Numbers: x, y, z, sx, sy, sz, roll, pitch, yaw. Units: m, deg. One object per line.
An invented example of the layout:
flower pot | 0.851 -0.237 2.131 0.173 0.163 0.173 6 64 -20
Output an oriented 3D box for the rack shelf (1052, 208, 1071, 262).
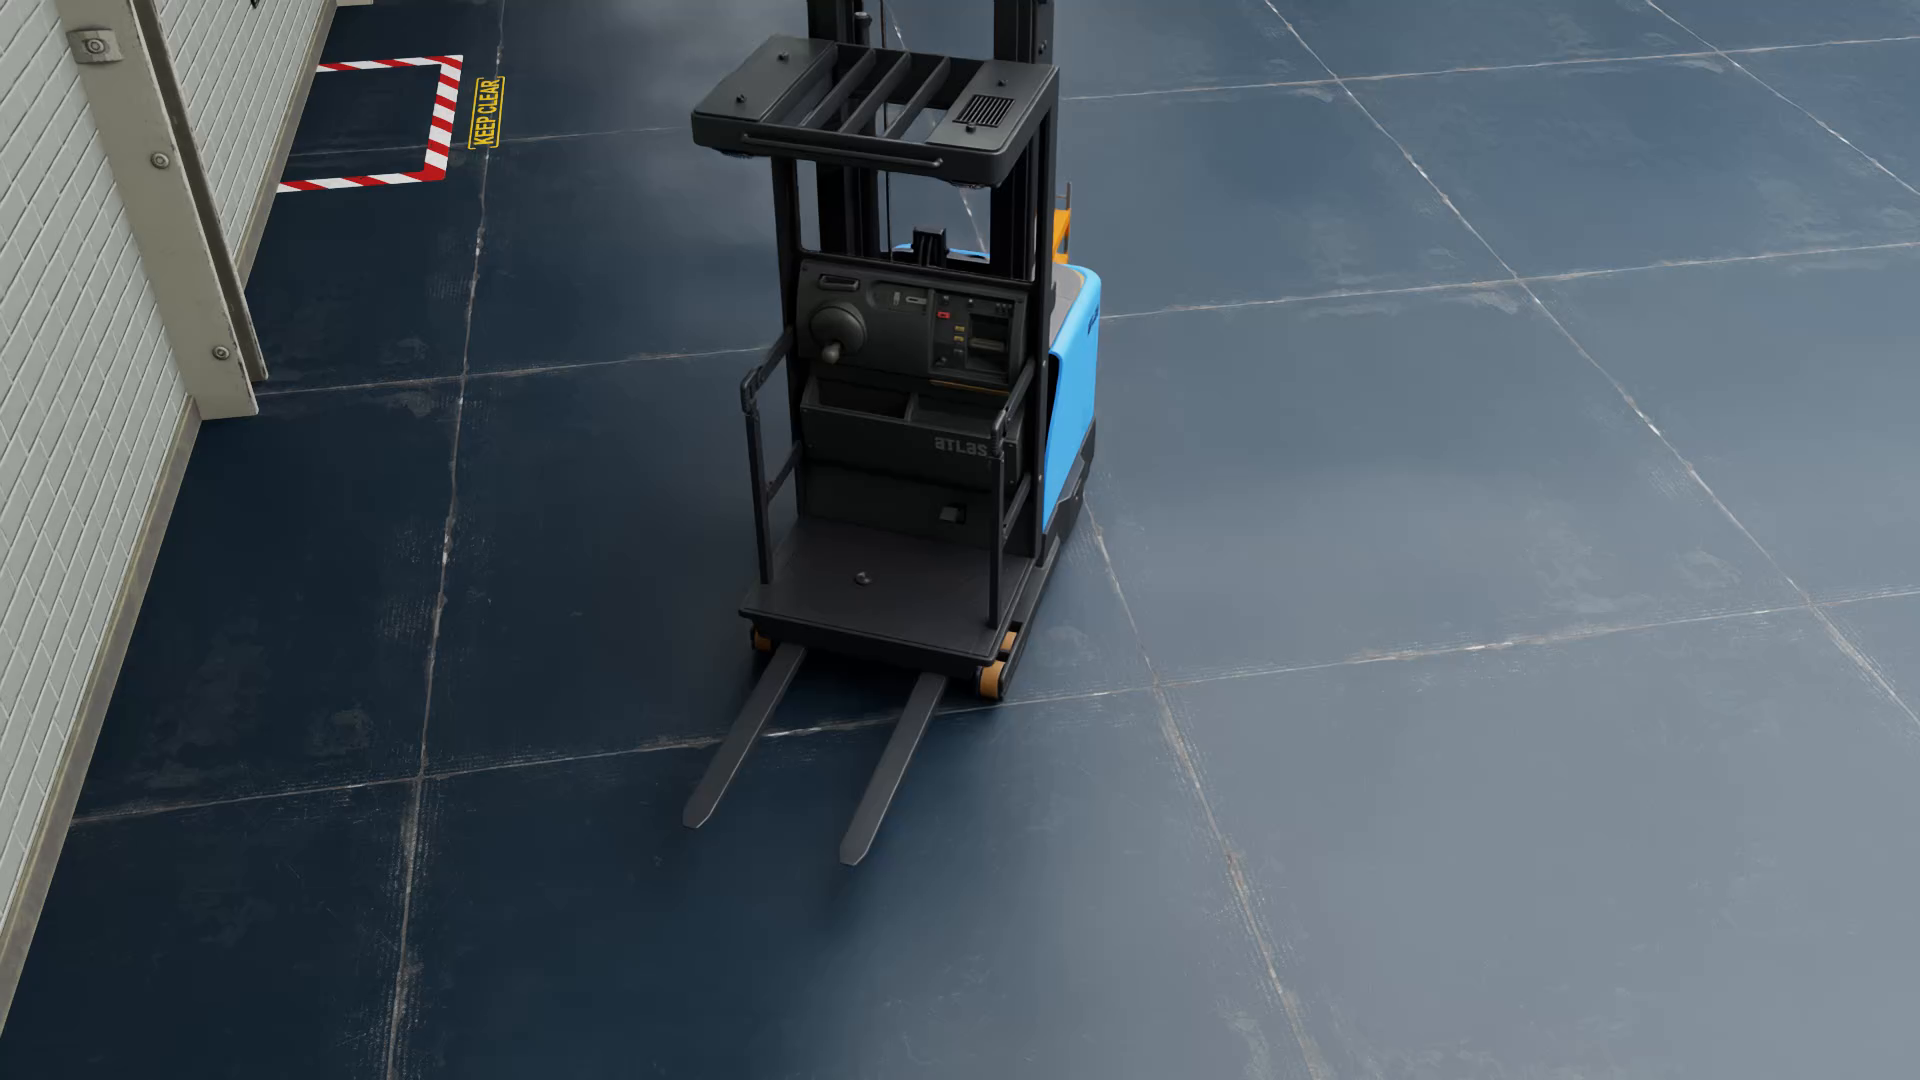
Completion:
rack shelf | 0.361 -1.432 7.973 0.258 0.148 0.480 9 38 11

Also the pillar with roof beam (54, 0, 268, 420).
pillar with roof beam | 0.424 -4.766 6.550 9.100 9.000 0.400 -6 38 -8

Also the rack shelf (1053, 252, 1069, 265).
rack shelf | 0.360 -1.245 8.117 0.258 0.148 0.480 9 38 11

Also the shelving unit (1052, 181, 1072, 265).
shelving unit | 0.360 -1.121 8.213 0.258 1.200 0.503 9 38 11

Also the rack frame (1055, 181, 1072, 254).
rack frame | 0.418 -1.265 8.400 0.240 1.200 0.015 9 38 11

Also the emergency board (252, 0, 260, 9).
emergency board | -4.487 -4.054 10.523 0.157 1.169 0.626 -6 38 -8

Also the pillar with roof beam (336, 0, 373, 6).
pillar with roof beam | -0.628 -8.390 11.215 9.100 9.000 0.400 -6 38 -8

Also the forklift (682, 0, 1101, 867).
forklift | -0.256 -0.772 6.355 1.130 2.935 3.031 11 39 13
